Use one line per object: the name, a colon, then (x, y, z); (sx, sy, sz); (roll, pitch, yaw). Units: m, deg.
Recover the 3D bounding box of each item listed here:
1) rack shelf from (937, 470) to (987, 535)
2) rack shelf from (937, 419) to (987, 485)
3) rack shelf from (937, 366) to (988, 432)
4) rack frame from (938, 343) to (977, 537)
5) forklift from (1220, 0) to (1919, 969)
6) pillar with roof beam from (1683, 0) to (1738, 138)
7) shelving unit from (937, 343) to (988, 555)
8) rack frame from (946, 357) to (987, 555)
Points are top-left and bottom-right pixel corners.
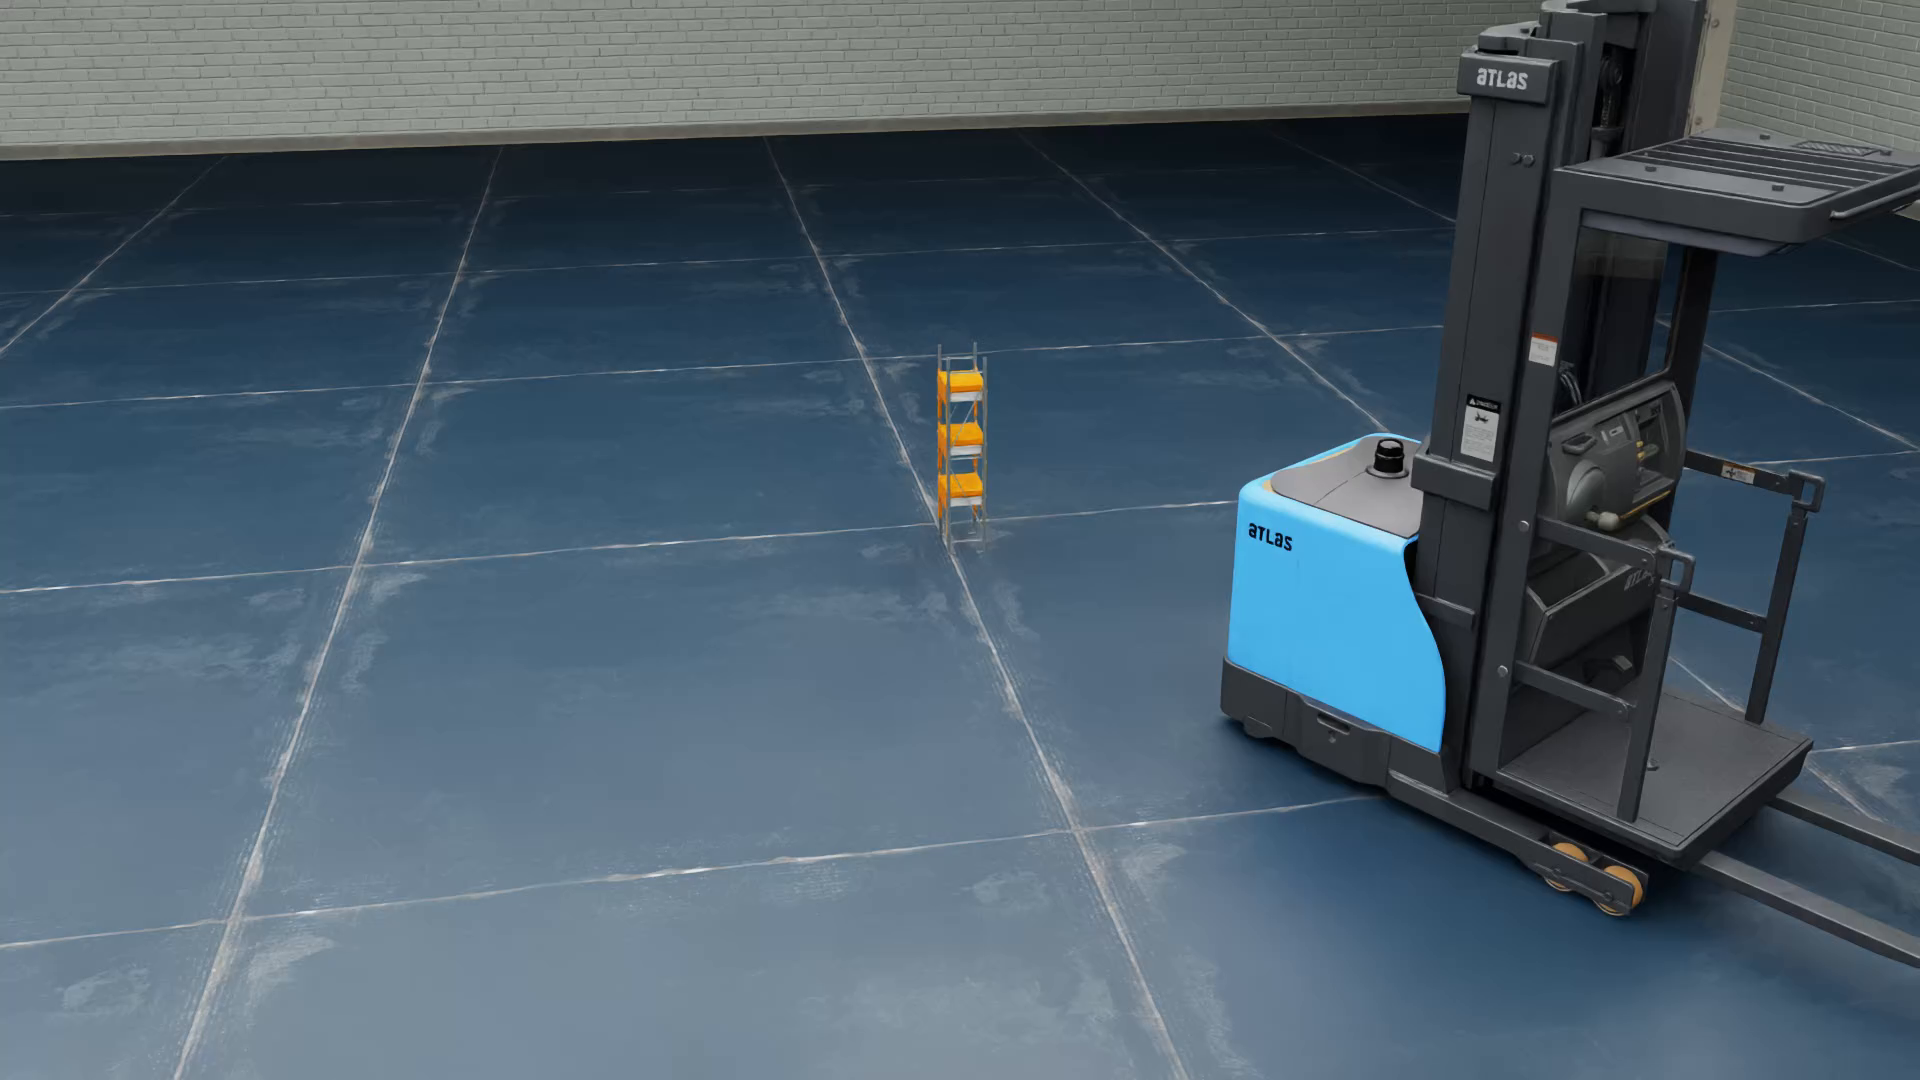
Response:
rack shelf: (0.010, -0.196, 8.607); (0.215, 0.259, 0.240); (-4, 24, -10)
rack shelf: (0.010, -0.450, 8.496); (0.215, 0.259, 0.240); (-4, 24, -10)
rack shelf: (0.010, -0.710, 8.382); (0.215, 0.259, 0.240); (-4, 24, -10)
rack frame: (-0.013, -0.508, 8.602); (0.200, 1.050, 0.008); (-4, 24, -10)
forklift: (2.455, -0.273, 5.713); (1.130, 2.935, 3.031); (-20, 31, -38)
pillar with roof beam: (3.991, -8.187, 16.253); (9.100, 9.000, 0.400); (-4, 24, -10)
shelving unit: (0.010, -0.460, 8.492); (0.215, 1.050, 0.252); (-4, 24, -10)
rack frame: (0.032, -0.412, 8.382); (0.200, 1.050, 0.008); (-4, 24, -10)
